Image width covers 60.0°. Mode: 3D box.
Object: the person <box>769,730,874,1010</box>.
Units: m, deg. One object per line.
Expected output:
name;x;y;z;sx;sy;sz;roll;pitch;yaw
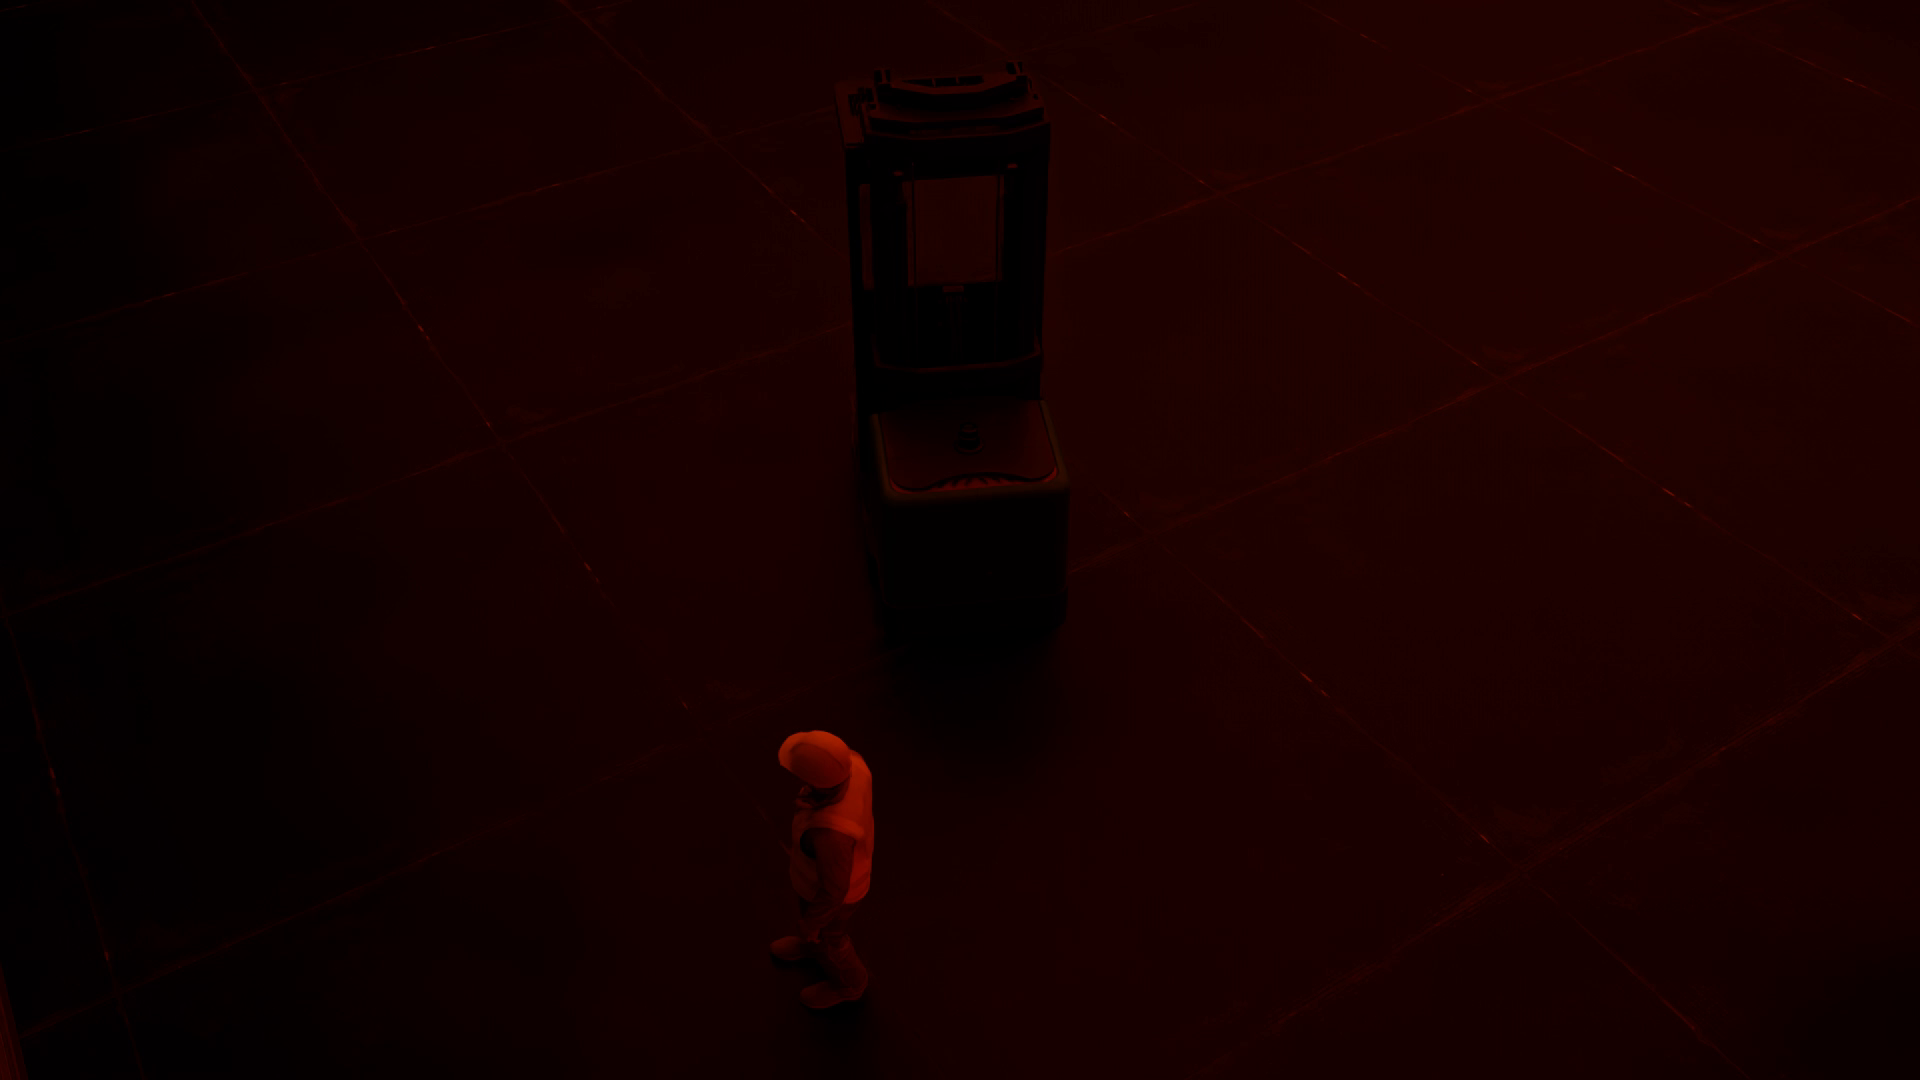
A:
person;-0.632;1.405;7.142;0.544;1.774;0.688;1;41;1

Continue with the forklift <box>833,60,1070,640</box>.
forklift;-0.105;-1.512;9.602;1.130;2.935;3.031;-5;41;-6
